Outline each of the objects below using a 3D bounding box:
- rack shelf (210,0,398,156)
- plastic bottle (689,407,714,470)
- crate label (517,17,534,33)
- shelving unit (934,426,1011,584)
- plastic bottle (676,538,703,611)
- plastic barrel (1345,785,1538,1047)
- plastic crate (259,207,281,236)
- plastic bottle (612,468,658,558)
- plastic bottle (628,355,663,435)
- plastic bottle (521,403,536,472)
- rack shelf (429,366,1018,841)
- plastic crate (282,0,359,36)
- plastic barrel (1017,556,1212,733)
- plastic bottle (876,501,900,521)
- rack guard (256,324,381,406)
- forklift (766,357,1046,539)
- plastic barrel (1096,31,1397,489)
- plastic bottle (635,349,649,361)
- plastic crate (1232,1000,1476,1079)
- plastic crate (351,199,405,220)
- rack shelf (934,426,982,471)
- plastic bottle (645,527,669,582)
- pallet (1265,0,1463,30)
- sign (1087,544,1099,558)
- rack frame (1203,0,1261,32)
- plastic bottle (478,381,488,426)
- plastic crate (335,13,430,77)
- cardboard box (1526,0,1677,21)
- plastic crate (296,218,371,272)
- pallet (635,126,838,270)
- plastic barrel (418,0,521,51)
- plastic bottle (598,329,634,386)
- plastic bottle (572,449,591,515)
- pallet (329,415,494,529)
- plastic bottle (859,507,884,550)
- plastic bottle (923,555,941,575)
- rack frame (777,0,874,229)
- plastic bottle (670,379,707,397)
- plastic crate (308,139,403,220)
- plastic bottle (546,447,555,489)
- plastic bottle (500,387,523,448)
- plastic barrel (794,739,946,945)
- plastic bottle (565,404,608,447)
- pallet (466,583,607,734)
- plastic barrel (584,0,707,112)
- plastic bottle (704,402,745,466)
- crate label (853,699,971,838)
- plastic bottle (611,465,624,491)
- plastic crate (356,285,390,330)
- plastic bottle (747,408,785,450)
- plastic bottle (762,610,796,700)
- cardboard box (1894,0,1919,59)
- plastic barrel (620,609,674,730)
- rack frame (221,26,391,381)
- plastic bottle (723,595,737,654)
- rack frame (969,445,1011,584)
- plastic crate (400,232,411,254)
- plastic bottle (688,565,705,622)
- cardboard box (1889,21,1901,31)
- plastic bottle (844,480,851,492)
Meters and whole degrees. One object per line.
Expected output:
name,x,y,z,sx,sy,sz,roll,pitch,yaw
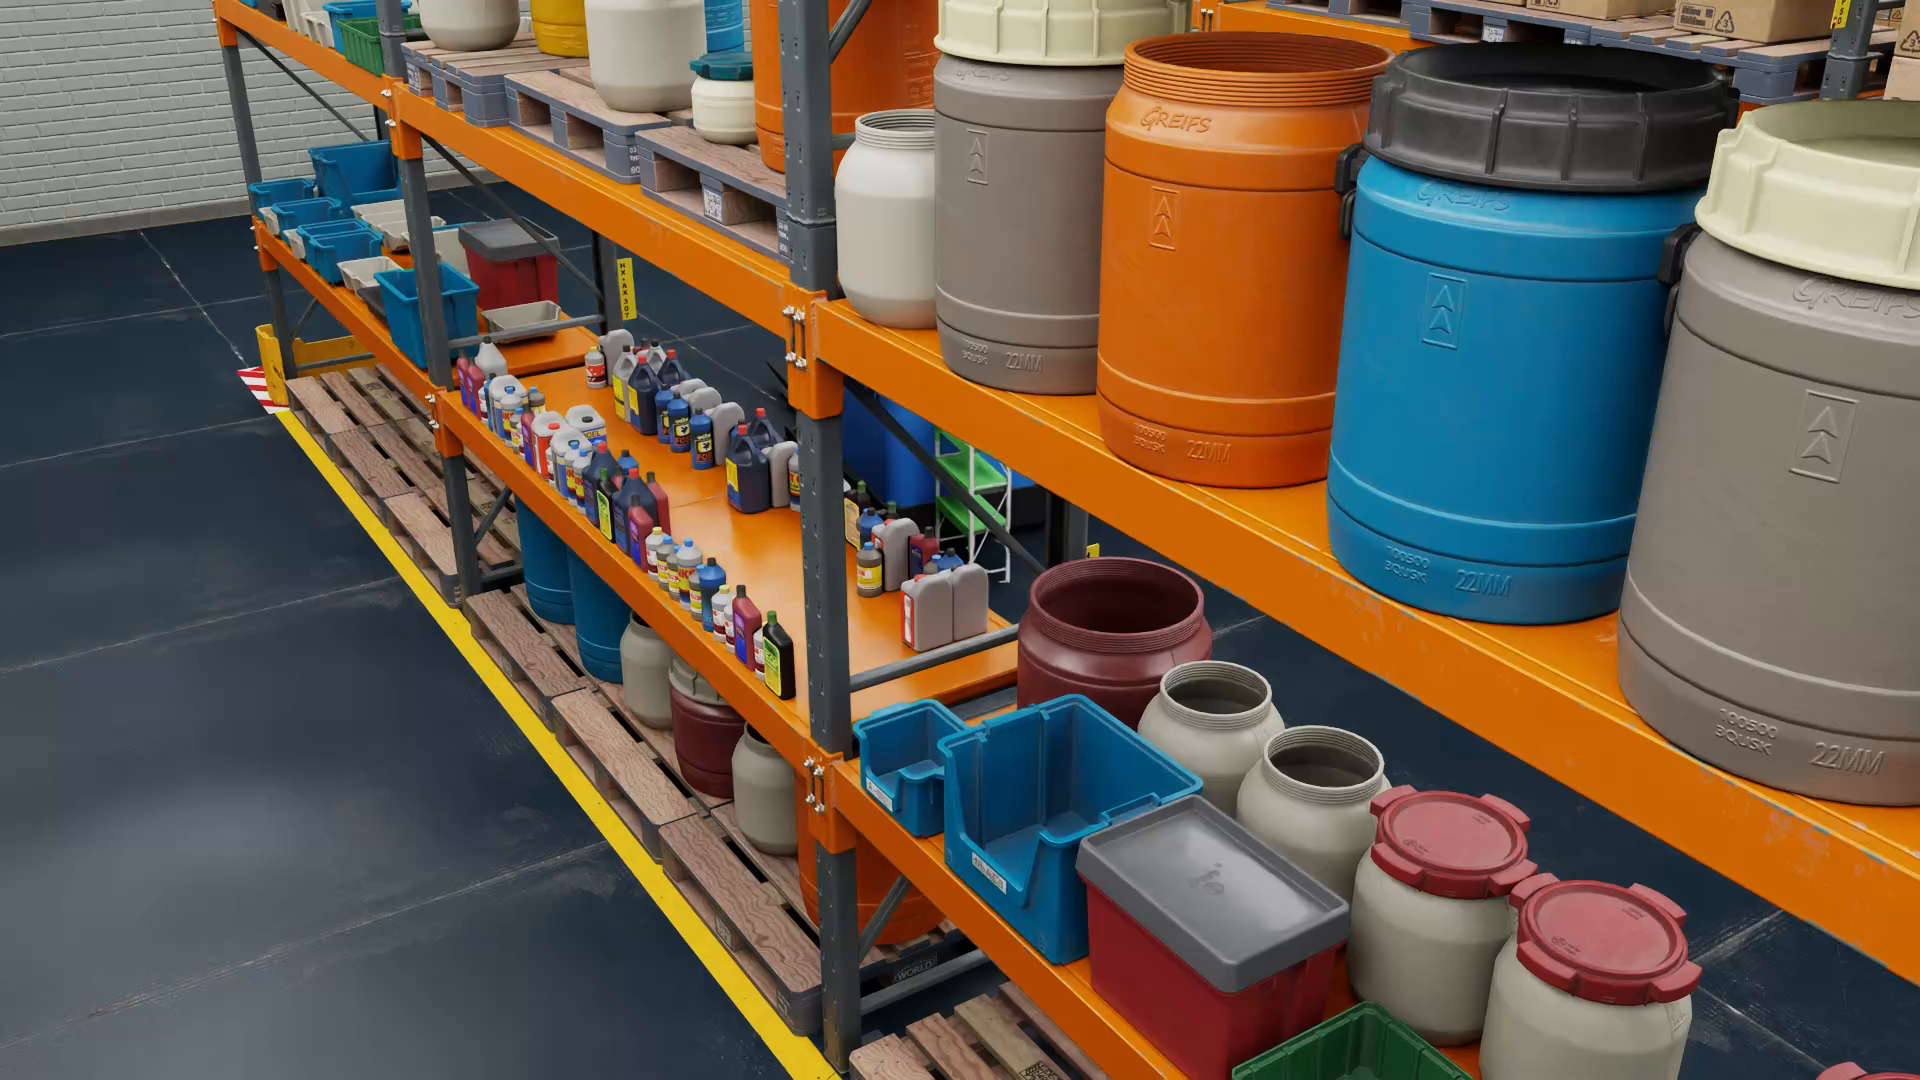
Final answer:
rack shelf,-3.303,-2.802,9.500,1.077,0.370,4.000,-16,29,-30
plastic bottle,-1.145,-0.454,7.348,0.097,0.271,0.097,0,25,0
crate label,-2.237,-2.535,8.401,0.293,0.136,0.466,-16,29,-30
shelving unit,0.068,-0.387,9.165,0.258,1.200,0.503,-10,27,-20
plastic bottle,-0.992,0.121,6.131,0.097,0.271,0.097,0,25,0
plastic barrel,1.180,0.934,4.098,0.433,0.535,0.433,0,25,0
plastic crate,-4.430,-2.095,10.912,0.250,0.136,0.298,-16,29,-30
plastic bottle,-1.282,-0.123,6.555,0.144,0.351,0.185,-16,29,-30
plastic bottle,-1.456,-0.681,7.736,0.144,0.351,0.185,-16,29,-30
plastic bottle,-1.884,-0.454,7.335,0.061,0.283,0.133,-16,29,-30
rack shelf,-1.120,-0.015,7.110,1.077,0.370,4.000,-16,29,-30
plastic crate,-3.444,-2.924,9.056,0.437,0.282,0.530,-16,29,-30
plastic barrel,0.479,0.409,5.210,0.600,0.536,0.708,-16,29,-30
plastic bottle,-0.281,-0.026,6.428,0.061,0.283,0.133,-16,29,-30
rack guard,-4.419,-1.361,12.048,1.175,0.500,0.348,-16,29,-30
forklift,-0.504,-1.892,10.323,1.130,2.935,3.031,-10,27,-20
plastic barrel,0.596,-0.597,3.484,0.600,0.830,0.708,-16,29,-30
plastic bottle,-1.526,-0.803,8.082,0.152,0.276,0.135,-16,29,-30
plastic crate,0.968,1.345,3.636,0.450,0.188,0.662,-16,29,-30
plastic crate,-3.798,-2.144,11.017,0.396,0.136,0.243,-16,29,-30
rack shelf,0.068,-0.546,9.090,0.258,0.148,0.480,-10,27,-20
plastic bottle,-1.152,0.048,6.367,0.097,0.201,0.097,0,25,0
pallet,2.480,-3.163,9.647,0.805,0.209,1.217,-17,30,-32
sign,0.429,0.171,5.683,0.100,0.325,0.005,-16,29,-30
rack frame,1.938,-2.210,10.917,1.000,3.000,0.127,-16,29,-30
plastic bottle,-2.218,-0.650,7.846,0.097,0.201,0.097,0,25,0
plastic crate,-2.696,-2.397,8.048,0.450,0.188,0.662,-16,29,-30
cardboard box,3.184,-2.860,8.172,0.500,0.500,0.500,-14,29,-27
plastic crate,-3.817,-1.801,10.178,0.416,0.233,0.300,-16,29,-30
pallet,-0.364,-1.192,5.469,1.003,0.211,1.213,-16,29,-30
plastic barrel,-2.134,-2.416,7.190,0.433,0.535,0.433,0,25,0
plastic bottle,-1.726,-0.934,8.359,0.152,0.276,0.135,-16,29,-30
plastic bottle,-1.553,-0.246,6.908,0.097,0.271,0.097,0,25,0
pallet,-3.316,-0.485,10.530,1.003,0.211,1.213,-16,29,-30
plastic bottle,-0.337,0.004,6.378,0.097,0.271,0.097,0,25,0
plastic bottle,-0.087,0.152,6.146,0.097,0.201,0.097,0,25,0
rack frame,-0.028,-2.338,4.160,1.000,3.000,0.127,-16,29,-30
plastic bottle,-1.251,-0.623,7.700,0.152,0.276,0.135,-16,29,-30
plastic crate,-4.056,-2.453,11.321,0.616,0.435,0.499,-16,29,-30
plastic bottle,-1.732,-0.332,7.172,0.097,0.201,0.097,0,25,0
plastic bottle,-2.038,-0.564,7.582,0.097,0.271,0.097,0,25,0
plastic barrel,-0.309,0.996,6.177,0.600,0.830,0.708,-16,29,-30
plastic bottle,-1.645,-0.449,7.333,0.152,0.276,0.135,-16,29,-30
pallet,-1.825,0.491,8.462,1.003,0.211,1.213,-16,29,-30
plastic barrel,-1.122,-1.831,5.951,0.433,0.535,0.433,0,25,0
plastic bottle,-1.051,-0.491,7.423,0.152,0.276,0.135,-16,29,-30
crate label,-0.112,0.689,4.973,0.303,0.233,0.416,-16,29,-30
plastic bottle,-1.353,-0.154,6.699,0.061,0.283,0.133,-16,29,-30
plastic crate,-3.048,-1.296,9.233,0.437,0.125,0.590,-16,29,-30
plastic bottle,-0.834,-0.387,7.113,0.144,0.351,0.185,-16,29,-30
plastic bottle,-0.606,0.383,5.562,0.061,0.283,0.133,-16,29,-30
cardboard box,4.163,-2.179,6.635,0.500,0.500,0.500,-15,29,-29
plastic barrel,-1.309,0.554,7.484,0.421,0.512,0.421,0,25,0
rack frame,-4.395,-2.486,11.502,1.000,3.000,0.127,-16,29,-30
plastic bottle,-0.780,0.292,5.851,0.097,0.201,0.097,0,25,0
rack frame,0.162,-0.291,8.961,0.240,1.200,0.015,-10,27,-20
plastic crate,-3.303,-1.842,10.377,0.298,0.136,0.250,-16,29,-30
plastic bottle,-0.939,0.187,6.072,0.097,0.201,0.097,0,25,0
cardboard box,9.489,-4.853,16.400,0.500,0.500,0.500,-16,30,-31
plastic bottle,-0.485,-0.140,6.684,0.097,0.271,0.097,0,25,0
